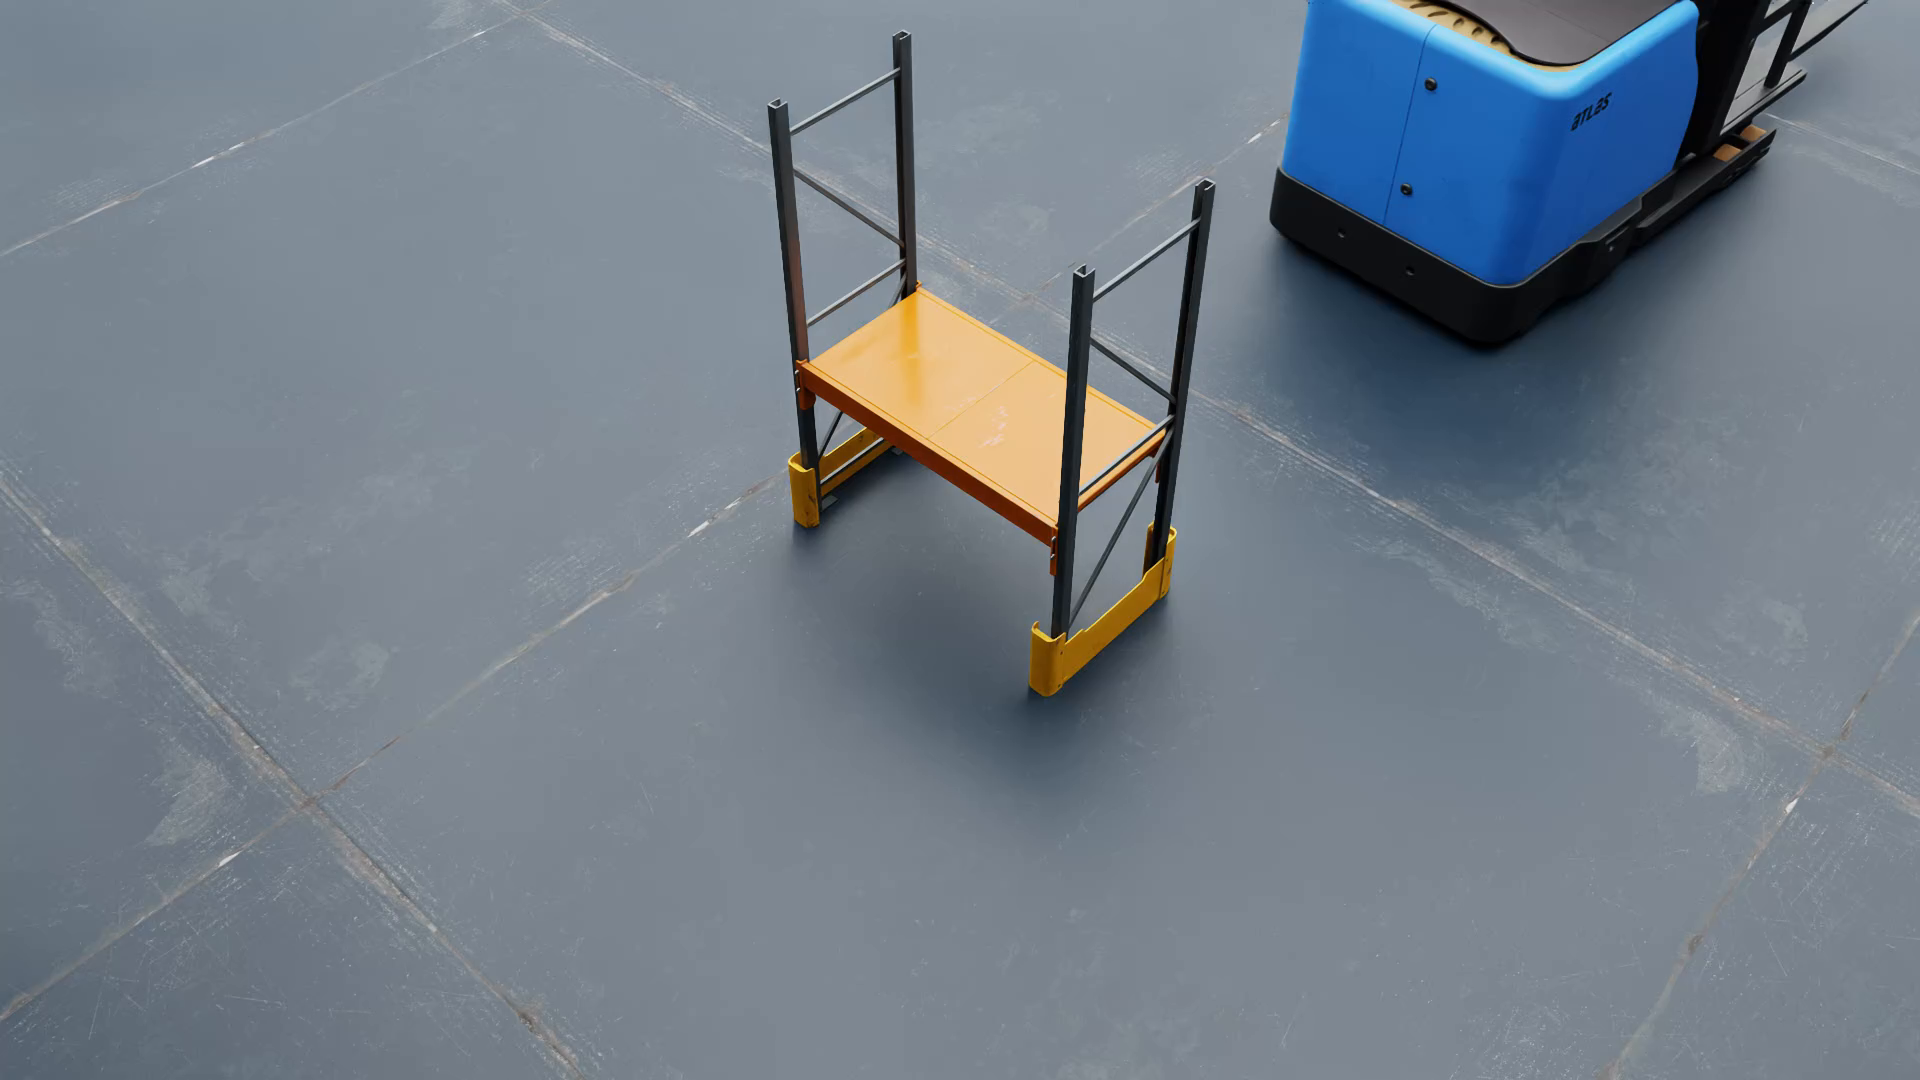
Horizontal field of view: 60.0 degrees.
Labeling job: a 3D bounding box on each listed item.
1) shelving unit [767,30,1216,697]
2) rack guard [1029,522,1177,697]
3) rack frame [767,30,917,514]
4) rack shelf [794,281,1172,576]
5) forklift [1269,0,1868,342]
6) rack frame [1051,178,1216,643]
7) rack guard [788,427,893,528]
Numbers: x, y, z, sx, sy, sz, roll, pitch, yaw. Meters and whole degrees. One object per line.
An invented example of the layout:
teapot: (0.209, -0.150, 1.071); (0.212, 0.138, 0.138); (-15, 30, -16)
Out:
shelving unit: (0.056, -0.476, 4.668); (1.083, 1.500, 0.587); (34, 55, 28)
rack guard: (0.422, 0.198, 4.892); (0.087, 0.250, 0.587); (34, 55, 28)
rack frame: (-0.311, -0.723, 4.900); (0.032, 1.500, 0.500); (34, 55, 28)
rack shelf: (0.063, -0.348, 4.795); (1.000, 0.185, 0.538); (34, 55, 28)
forklift: (2.592, -2.641, 5.720); (3.031, 2.935, 1.130); (-34, 55, -28)
rack frame: (0.436, -0.220, 4.428); (0.032, 1.500, 0.500); (34, 55, 28)
rack guard: (-0.310, -0.294, 5.355); (0.087, 0.250, 0.587); (34, 55, 28)
